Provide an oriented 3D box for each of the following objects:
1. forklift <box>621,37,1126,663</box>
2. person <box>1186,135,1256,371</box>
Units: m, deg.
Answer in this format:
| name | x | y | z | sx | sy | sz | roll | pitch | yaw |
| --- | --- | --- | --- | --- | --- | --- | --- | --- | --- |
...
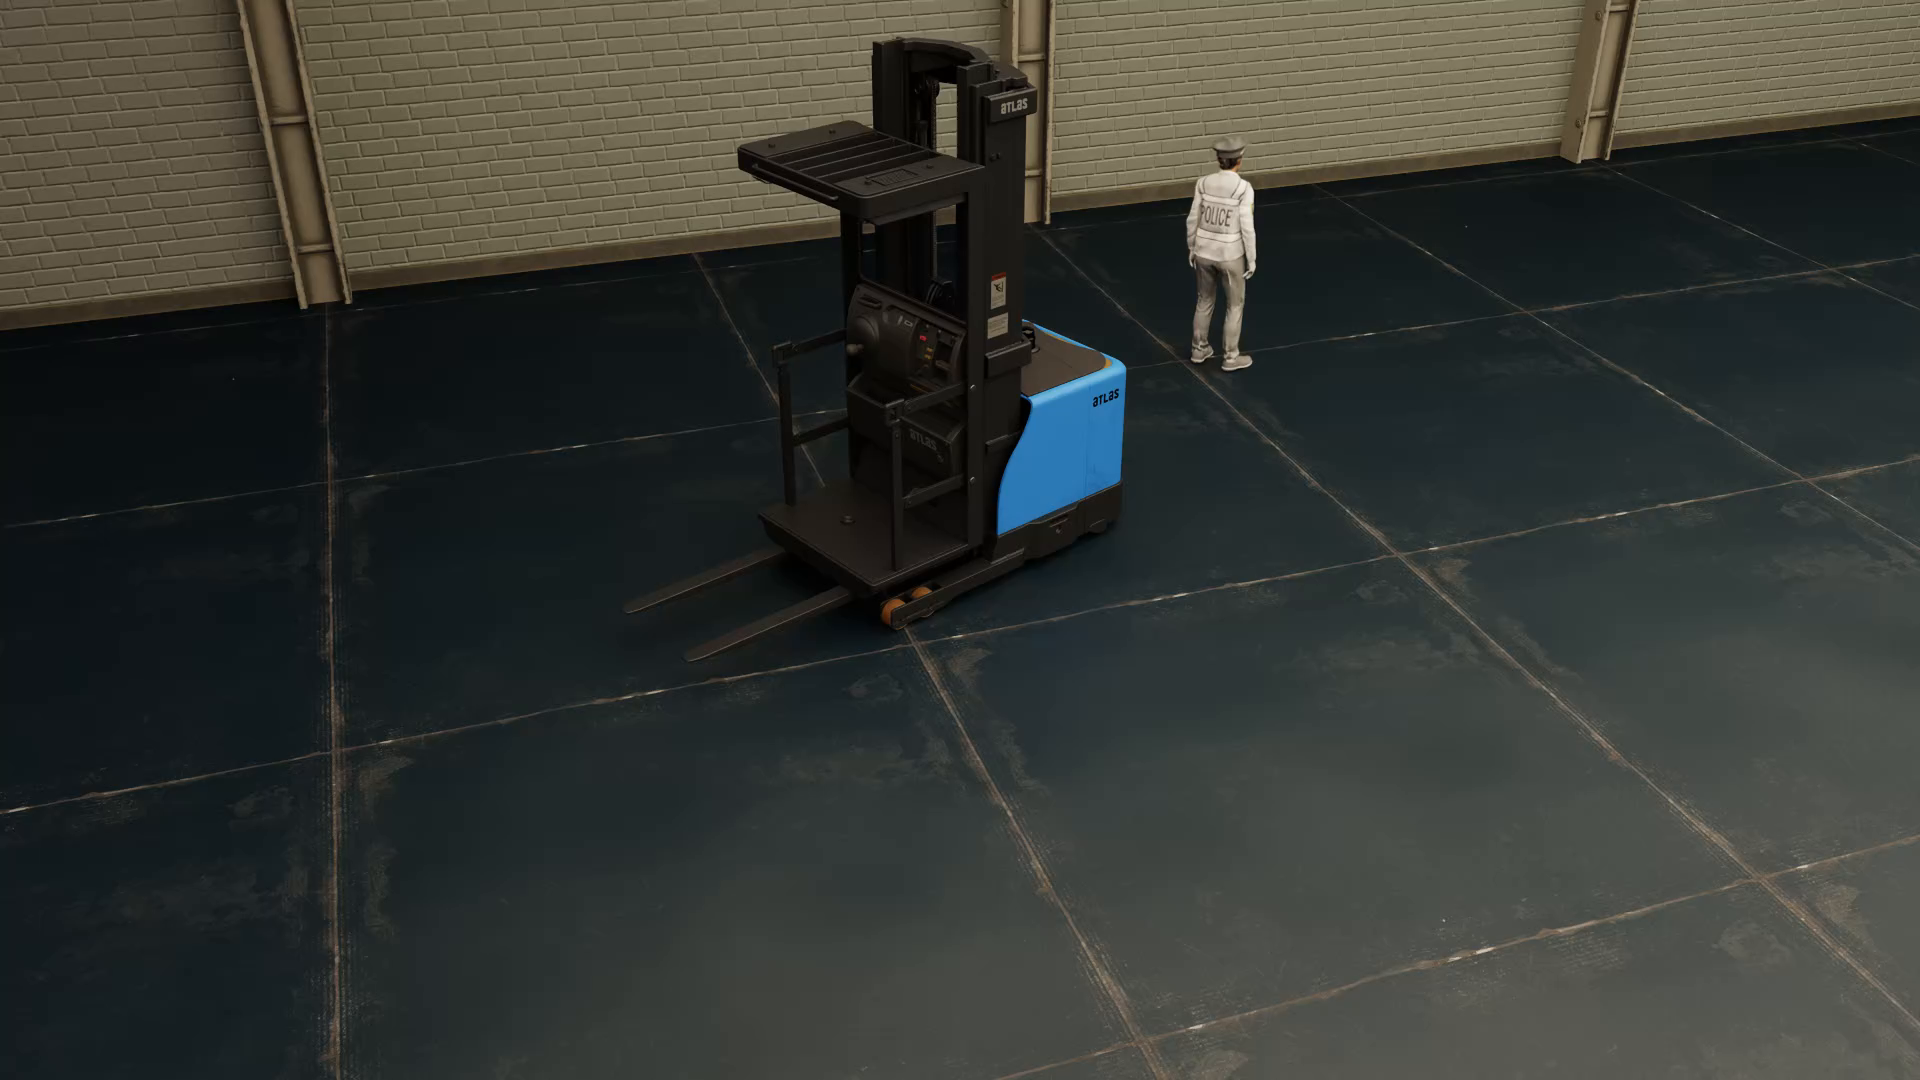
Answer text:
| name | x | y | z | sx | sy | sz | roll | pitch | yaw |
| --- | --- | --- | --- | --- | --- | --- | --- | --- | --- |
| forklift | -0.461 | -1.072 | 8.951 | 3.031 | 2.935 | 1.130 | -23 | 37 | -34 |
| person | 1.869 | -2.035 | 11.898 | 0.534 | 1.662 | 0.374 | 19 | 35 | 29 |
